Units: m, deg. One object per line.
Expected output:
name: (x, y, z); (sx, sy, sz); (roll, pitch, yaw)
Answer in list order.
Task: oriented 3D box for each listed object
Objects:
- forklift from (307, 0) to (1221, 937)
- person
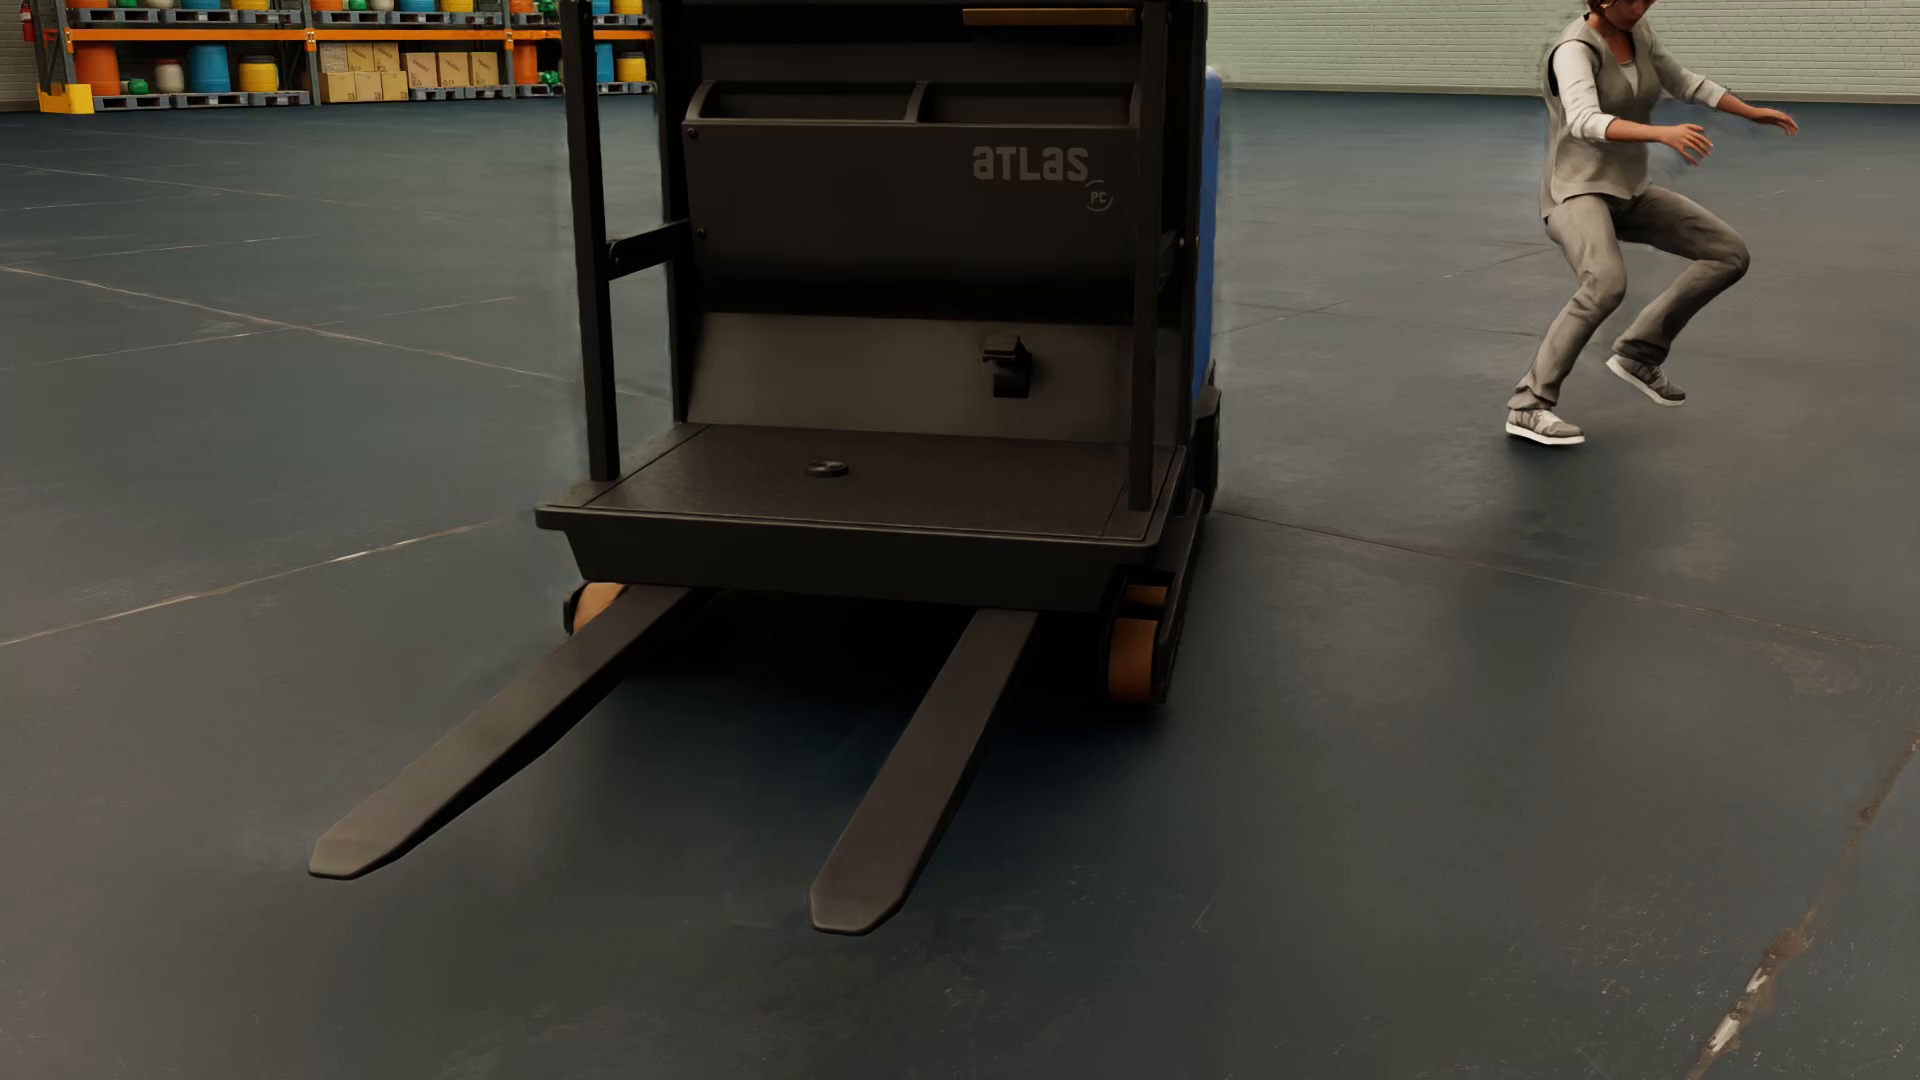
forklift: (-0.119, -1.218, 2.908); (1.130, 2.935, 3.031); (3, 17, 11)
person: (2.014, -1.016, 4.866); (0.817, 1.402, 0.692); (-9, 19, -28)
